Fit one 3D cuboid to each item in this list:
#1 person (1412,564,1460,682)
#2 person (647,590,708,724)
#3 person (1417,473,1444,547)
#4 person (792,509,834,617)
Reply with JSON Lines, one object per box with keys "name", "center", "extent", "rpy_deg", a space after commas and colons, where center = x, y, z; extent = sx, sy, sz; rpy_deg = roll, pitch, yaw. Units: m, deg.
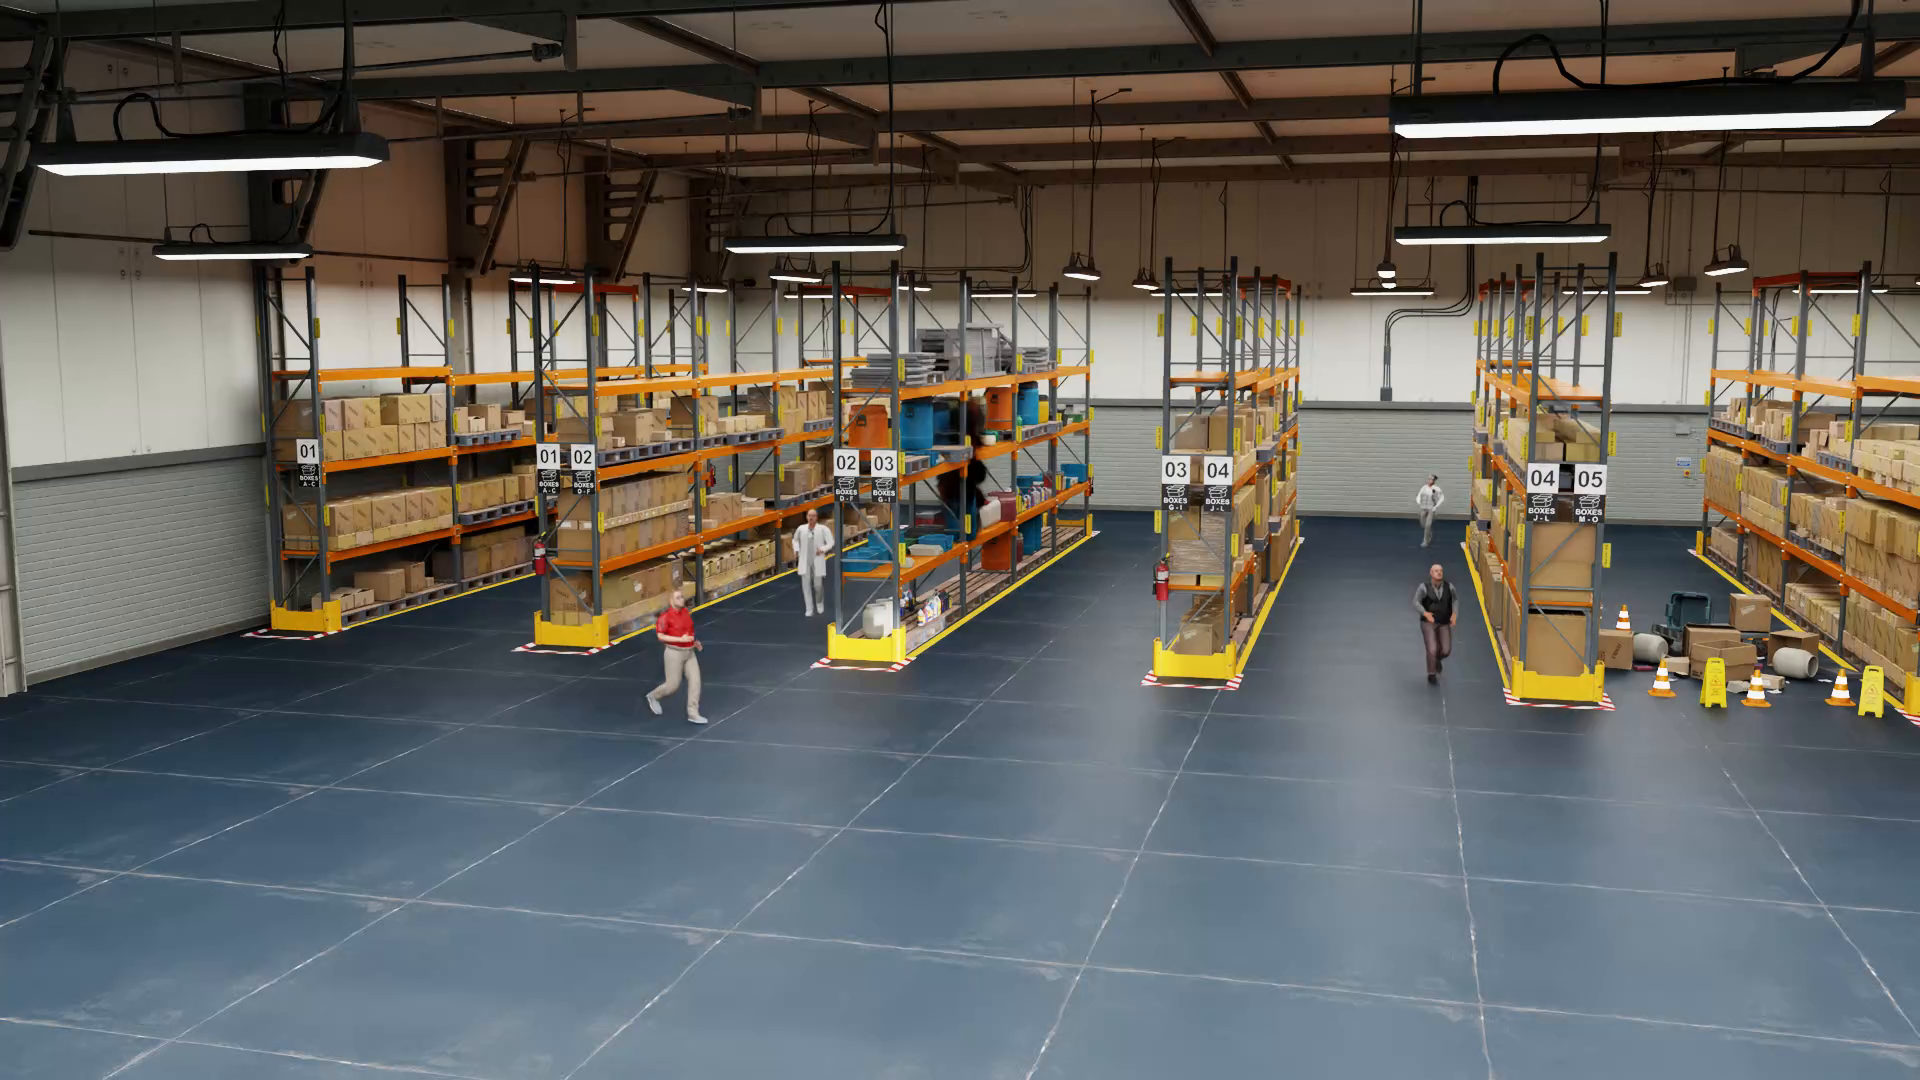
{"name": "person", "center": [6.768, 1.175, 23.620], "extent": [0.687, 1.672, 0.600], "rpy_deg": [0, 7, 0]}
{"name": "person", "center": [-3.593, 1.474, 21.204], "extent": [0.897, 1.695, 0.675], "rpy_deg": [5, 9, 34]}
{"name": "person", "center": [10.879, -0.701, 38.528], "extent": [0.630, 1.701, 0.725], "rpy_deg": [6, 9, 39]}
{"name": "person", "center": [-2.446, 0.373, 27.440], "extent": [0.715, 1.755, 0.755], "rpy_deg": [1, 7, 6]}
